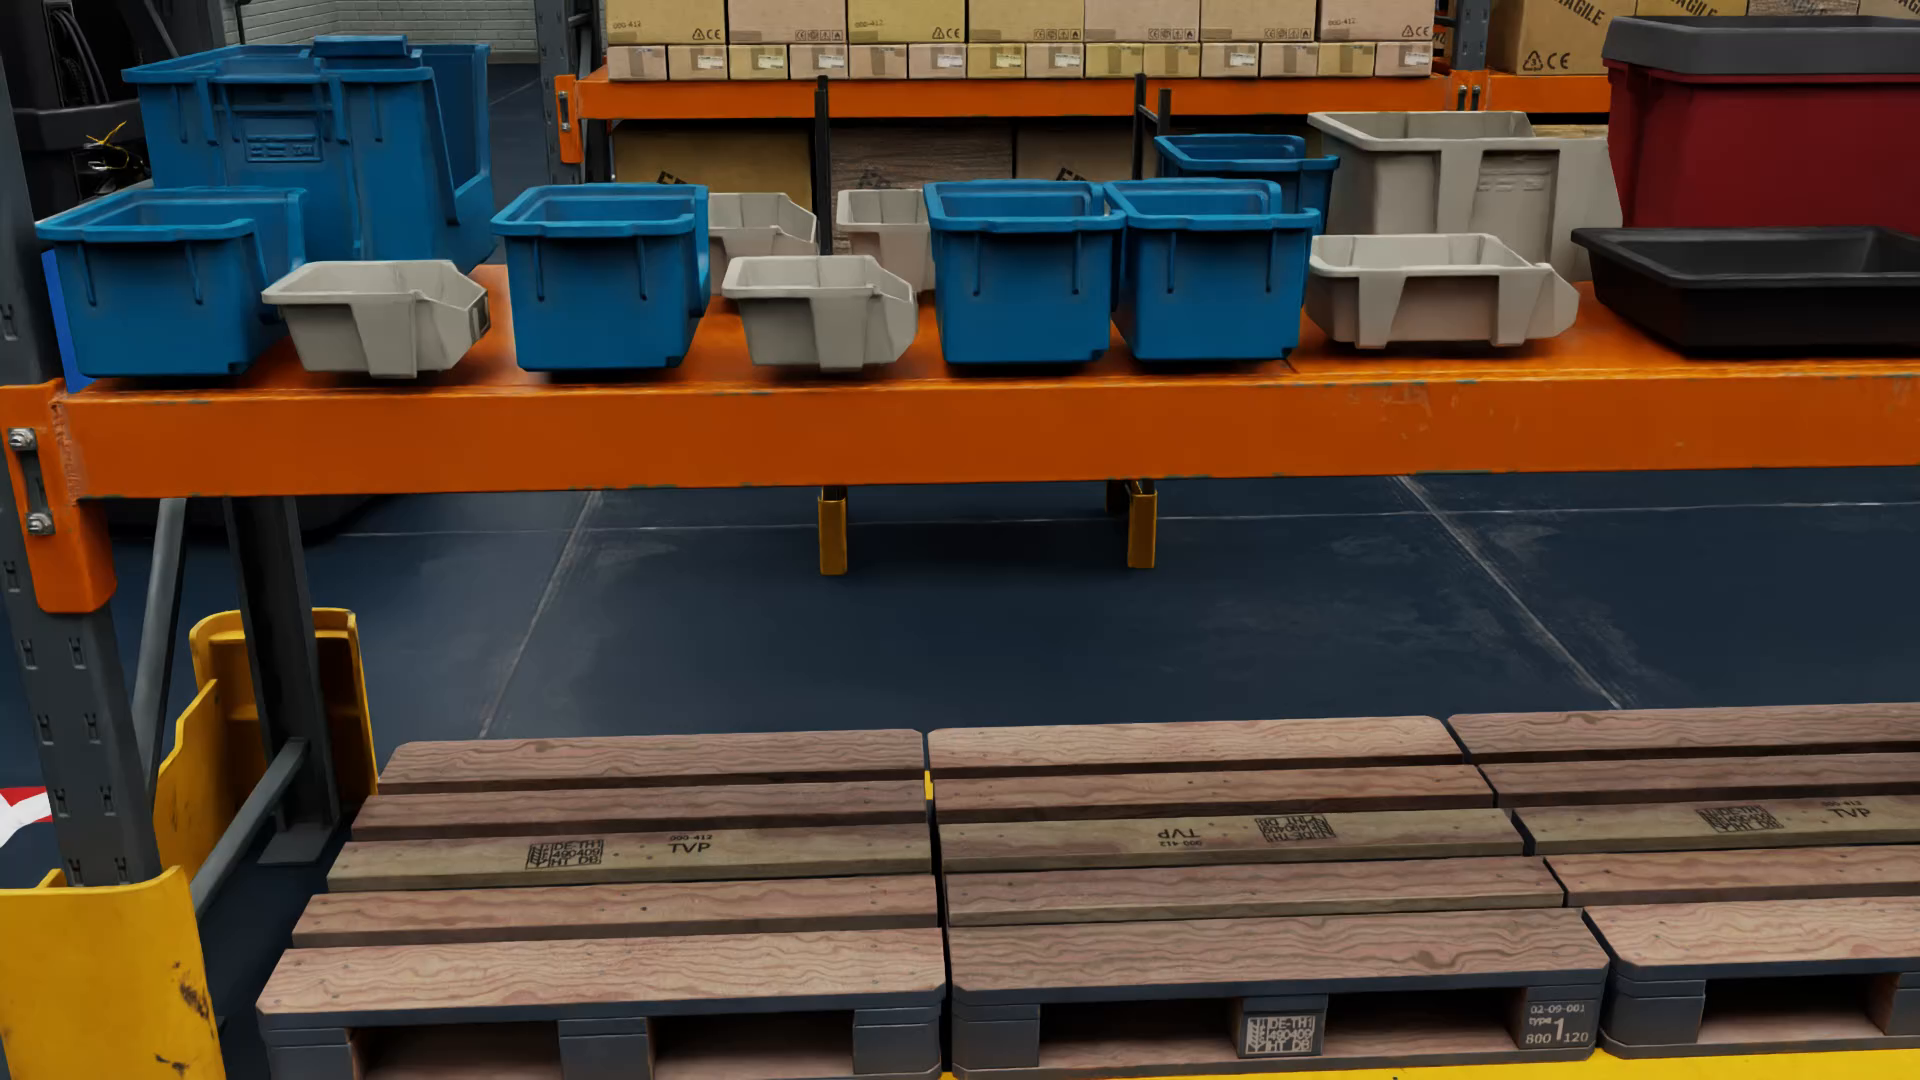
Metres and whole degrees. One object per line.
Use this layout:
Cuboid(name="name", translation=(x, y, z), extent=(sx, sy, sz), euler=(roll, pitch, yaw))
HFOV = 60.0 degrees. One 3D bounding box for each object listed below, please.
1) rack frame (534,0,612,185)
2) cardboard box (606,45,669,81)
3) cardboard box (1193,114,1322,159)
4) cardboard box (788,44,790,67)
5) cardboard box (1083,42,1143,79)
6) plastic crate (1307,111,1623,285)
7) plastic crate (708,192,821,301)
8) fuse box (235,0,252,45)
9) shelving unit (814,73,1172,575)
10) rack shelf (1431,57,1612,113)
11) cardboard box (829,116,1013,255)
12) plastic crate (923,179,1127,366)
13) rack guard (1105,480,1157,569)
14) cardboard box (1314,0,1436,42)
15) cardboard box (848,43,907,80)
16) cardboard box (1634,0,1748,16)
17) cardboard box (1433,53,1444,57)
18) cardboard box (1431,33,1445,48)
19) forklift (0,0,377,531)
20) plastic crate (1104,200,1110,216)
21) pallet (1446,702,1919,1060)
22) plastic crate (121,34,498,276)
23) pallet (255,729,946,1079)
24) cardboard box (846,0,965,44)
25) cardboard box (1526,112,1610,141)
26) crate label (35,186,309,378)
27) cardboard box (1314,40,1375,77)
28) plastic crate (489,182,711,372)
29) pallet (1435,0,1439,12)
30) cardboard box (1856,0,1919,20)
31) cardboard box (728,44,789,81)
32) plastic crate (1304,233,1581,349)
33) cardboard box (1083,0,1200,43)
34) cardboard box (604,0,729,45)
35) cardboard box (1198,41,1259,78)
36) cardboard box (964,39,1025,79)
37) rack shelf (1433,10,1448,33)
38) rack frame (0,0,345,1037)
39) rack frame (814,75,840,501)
Cuboid(name="rack frame", translation=(-1.766, -2.334, 7.534), extent=(0.127, 3.000, 1.000), euler=(-1, 21, -3))
Cuboid(name="cardboard box", translation=(-1.393, -2.106, 7.290), extent=(0.250, 0.149, 0.380), euler=(-1, 21, -2))
Cuboid(name="cardboard box", translation=(1.563, -1.633, 8.091), extent=(0.875, 0.875, 0.875), euler=(-1, 21, -3))
Cuboid(name="cardboard box", translation=(-0.918, -2.351, 7.933), extent=(0.250, 0.149, 0.380), euler=(-1, 21, -3))
Cuboid(name="cardboard box", translation=(0.658, -2.149, 7.402), extent=(0.250, 0.149, 0.380), euler=(-1, 21, -4))
Cuboid(name="plastic crate", translation=(0.975, -0.662, 3.227), extent=(0.530, 0.282, 0.437), euler=(-1, 21, -3))
Cuboid(name="plastic crate", translation=(-0.390, -0.561, 3.164), extent=(0.243, 0.136, 0.396), euler=(-1, 21, -3))
Cuboid(name="fuse box", translation=(-7.935, -5.878, 18.655), extent=(0.414, 1.711, 0.539), euler=(-1, 21, -3))
Cuboid(name="shelving unit", translation=(0.076, -0.702, 5.358), extent=(1.083, 1.500, 0.587), euler=(-1, 21, -3))
Cuboid(name="rack shelf", translation=(4.224, -2.119, 7.983), extent=(4.000, 0.370, 1.077), euler=(-1, 21, -3))
Cuboid(name="cardboard box", translation=(-0.224, -1.597, 7.995), extent=(0.875, 0.875, 0.875), euler=(-1, 21, -3))
Cuboid(name="plastic crate", translation=(0.096, -0.439, 2.709), extent=(0.300, 0.233, 0.416), euler=(-1, 21, -3))
Cuboid(name="rack guard", translation=(0.573, -0.128, 5.607), extent=(0.087, 0.250, 0.587), euler=(-1, 21, -3))
Cuboid(name="cardboard box", translation=(1.801, -2.382, 7.453), extent=(0.500, 0.250, 0.500), euler=(-2, 21, -4))
Cuboid(name="cardboard box", translation=(-0.367, -2.128, 7.347), extent=(0.250, 0.149, 0.380), euler=(-2, 21, -4))
Cuboid(name="cardboard box", translation=(3.202, -2.393, 7.549), extent=(0.500, 0.500, 0.500), euler=(-1, 21, -3))
Cuboid(name="cardboard box", translation=(3.838, -3.499, 12.464), extent=(0.500, 0.250, 0.500), euler=(0, 21, -1))
Cuboid(name="cardboard box", translation=(4.960, -5.235, 17.552), extent=(0.875, 0.875, 0.875), euler=(-1, 21, -4))
Cuboid(name="forklift", translation=(-3.510, -1.607, 5.722), extent=(3.031, 2.935, 1.130), euler=(4, 21, 10))
Cuboid(name="plastic crate", translation=(0.181, -0.587, 3.235), extent=(0.250, 0.136, 0.298), euler=(-1, 21, -3))
Cuboid(name="pallet", translation=(1.778, 0.677, 3.547), extent=(1.213, 0.211, 1.003), euler=(-1, 21, -3))
Cuboid(name="plastic crate", translation=(-1.160, -0.692, 3.088), extent=(0.499, 0.435, 0.616), euler=(-1, 21, -3))
Cuboid(name="pallet", translation=(-0.658, 0.726, 3.417), extent=(1.213, 0.211, 1.003), euler=(-1, 21, -3))
Cuboid(name="cardboard box", translation=(-0.251, -2.338, 7.339), extent=(0.500, 0.250, 0.500), euler=(-2, 21, -5))
Cuboid(name="cardboard box", translation=(2.865, -1.638, 8.104), extent=(0.875, 0.875, 1.225), euler=(-1, 21, -3))
Cuboid(name="crate label", translation=(-1.218, -0.412, 2.638), extent=(0.303, 0.233, 0.416), euler=(-1, 21, -3))
Cuboid(name="cardboard box", translation=(1.684, -2.169, 7.457), extent=(0.250, 0.149, 0.380), euler=(-1, 21, -2))
Cuboid(name="plastic crate", translation=(-0.561, -0.425, 2.673), extent=(0.300, 0.233, 0.416), euler=(-1, 21, -3))
Cuboid(name="pallet", translation=(2.816, -4.053, 12.320), extent=(1.213, 0.211, 1.003), euler=(-1, 21, -3))
Cuboid(name="cardboard box", translation=(4.218, -2.415, 7.608), extent=(0.500, 0.500, 0.500), euler=(-1, 21, -2))
Cuboid(name="cardboard box", translation=(-0.882, -2.117, 7.319), extent=(0.250, 0.149, 0.380), euler=(-2, 21, -4))
Cuboid(name="plastic crate", translation=(0.788, -0.418, 2.789), extent=(0.466, 0.136, 0.293), euler=(-1, 21, -3))
Cuboid(name="cardboard box", translation=(0.775, -2.360, 7.396), extent=(0.500, 0.250, 0.500), euler=(-1, 21, -2))
Cuboid(name="cardboard box", translation=(-1.272, -2.316, 7.282), extent=(0.500, 0.250, 0.500), euler=(-2, 21, -4))
Cuboid(name="cardboard box", translation=(1.171, -2.159, 7.429), extent=(0.250, 0.149, 0.380), euler=(-1, 21, -2))
Cuboid(name="cardboard box", translation=(0.142, -2.138, 7.373), extent=(0.250, 0.149, 0.380), euler=(-2, 21, -4))
Cuboid(name="rack shelf", translation=(4.041, -3.883, 12.616), extent=(4.000, 0.370, 1.077), euler=(-1, 21, -3))
Cuboid(name="rack frame", translation=(-1.484, -0.574, 2.913), extent=(0.127, 3.000, 1.000), euler=(-1, 21, -3))
Cuboid(name="rack frame", translation=(-0.422, -0.692, 5.332), extent=(0.032, 1.500, 0.500), euler=(-1, 21, -3))
